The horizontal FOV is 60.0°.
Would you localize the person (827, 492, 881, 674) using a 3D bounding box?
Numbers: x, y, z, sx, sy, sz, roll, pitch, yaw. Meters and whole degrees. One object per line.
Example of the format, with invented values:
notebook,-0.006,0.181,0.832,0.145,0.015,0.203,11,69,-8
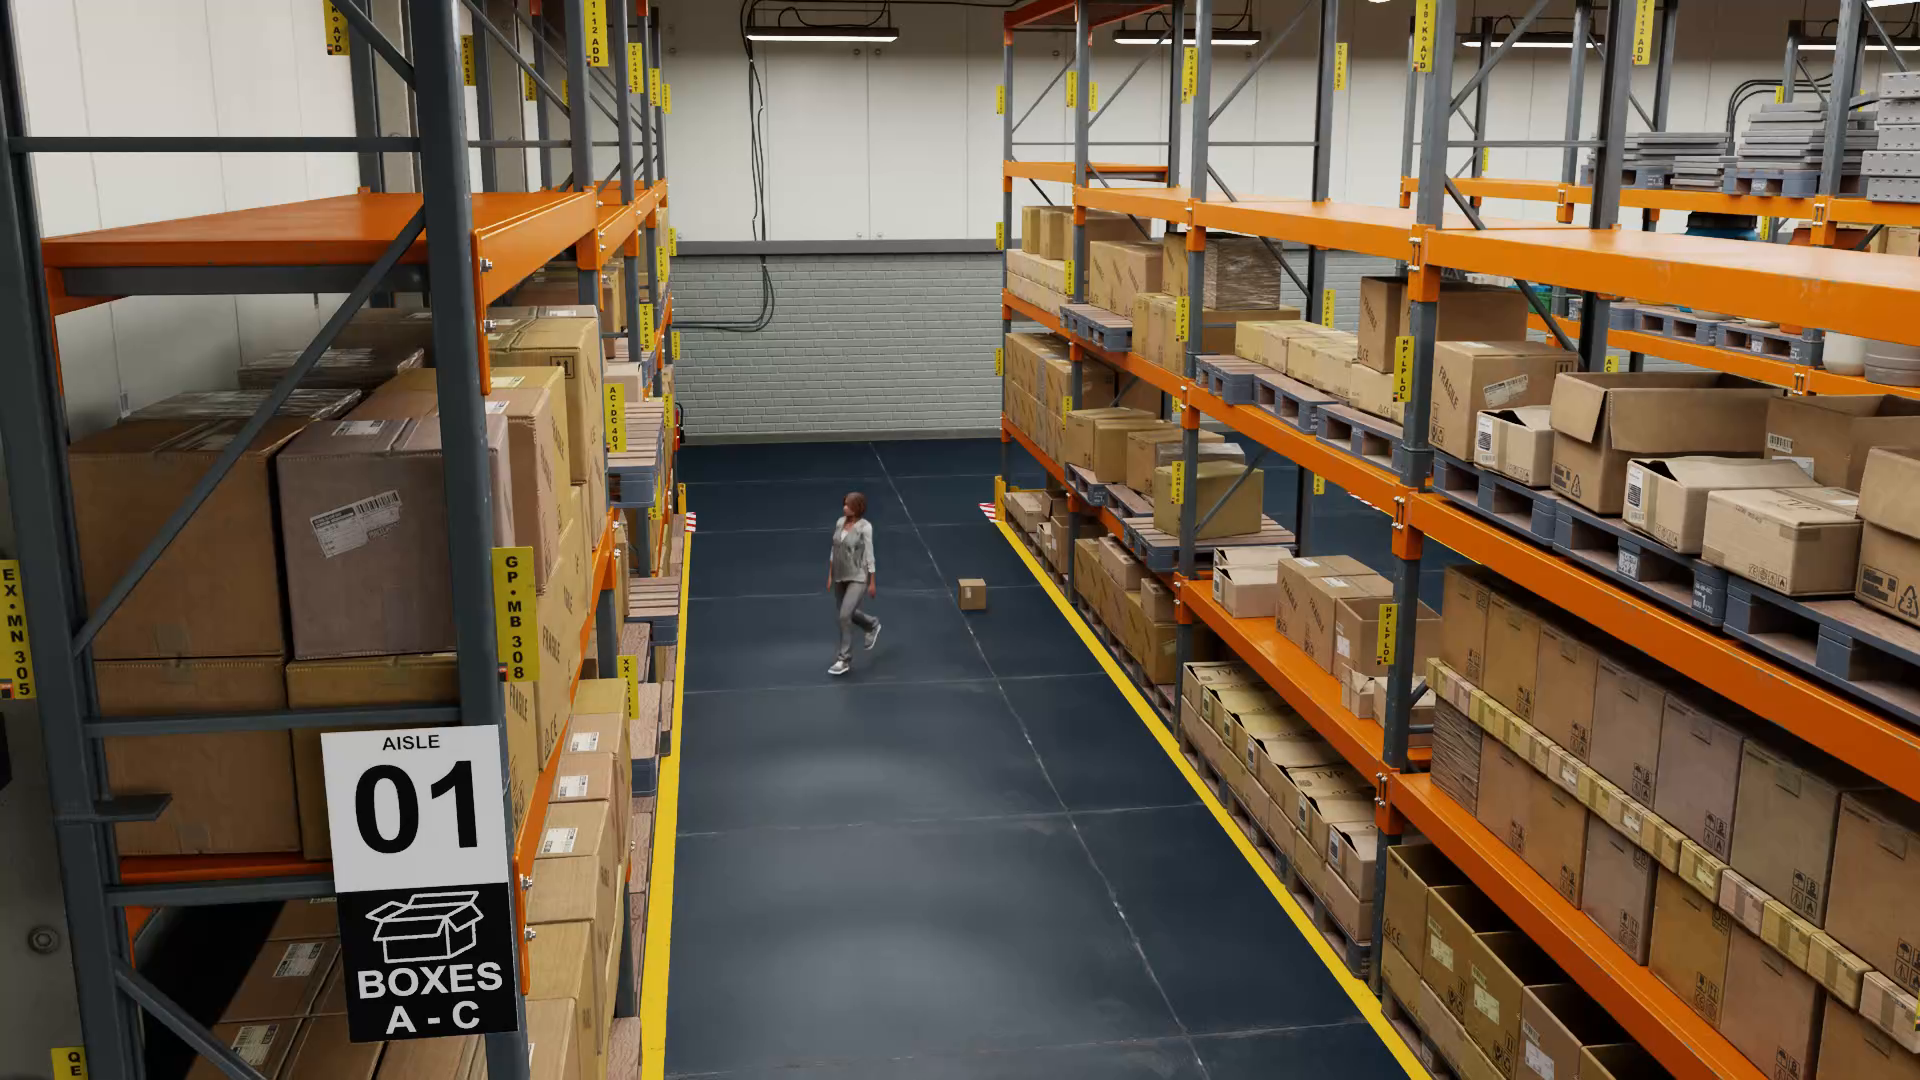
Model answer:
person,-0.933,0.333,14.581,0.427,1.552,0.837,11,17,38
